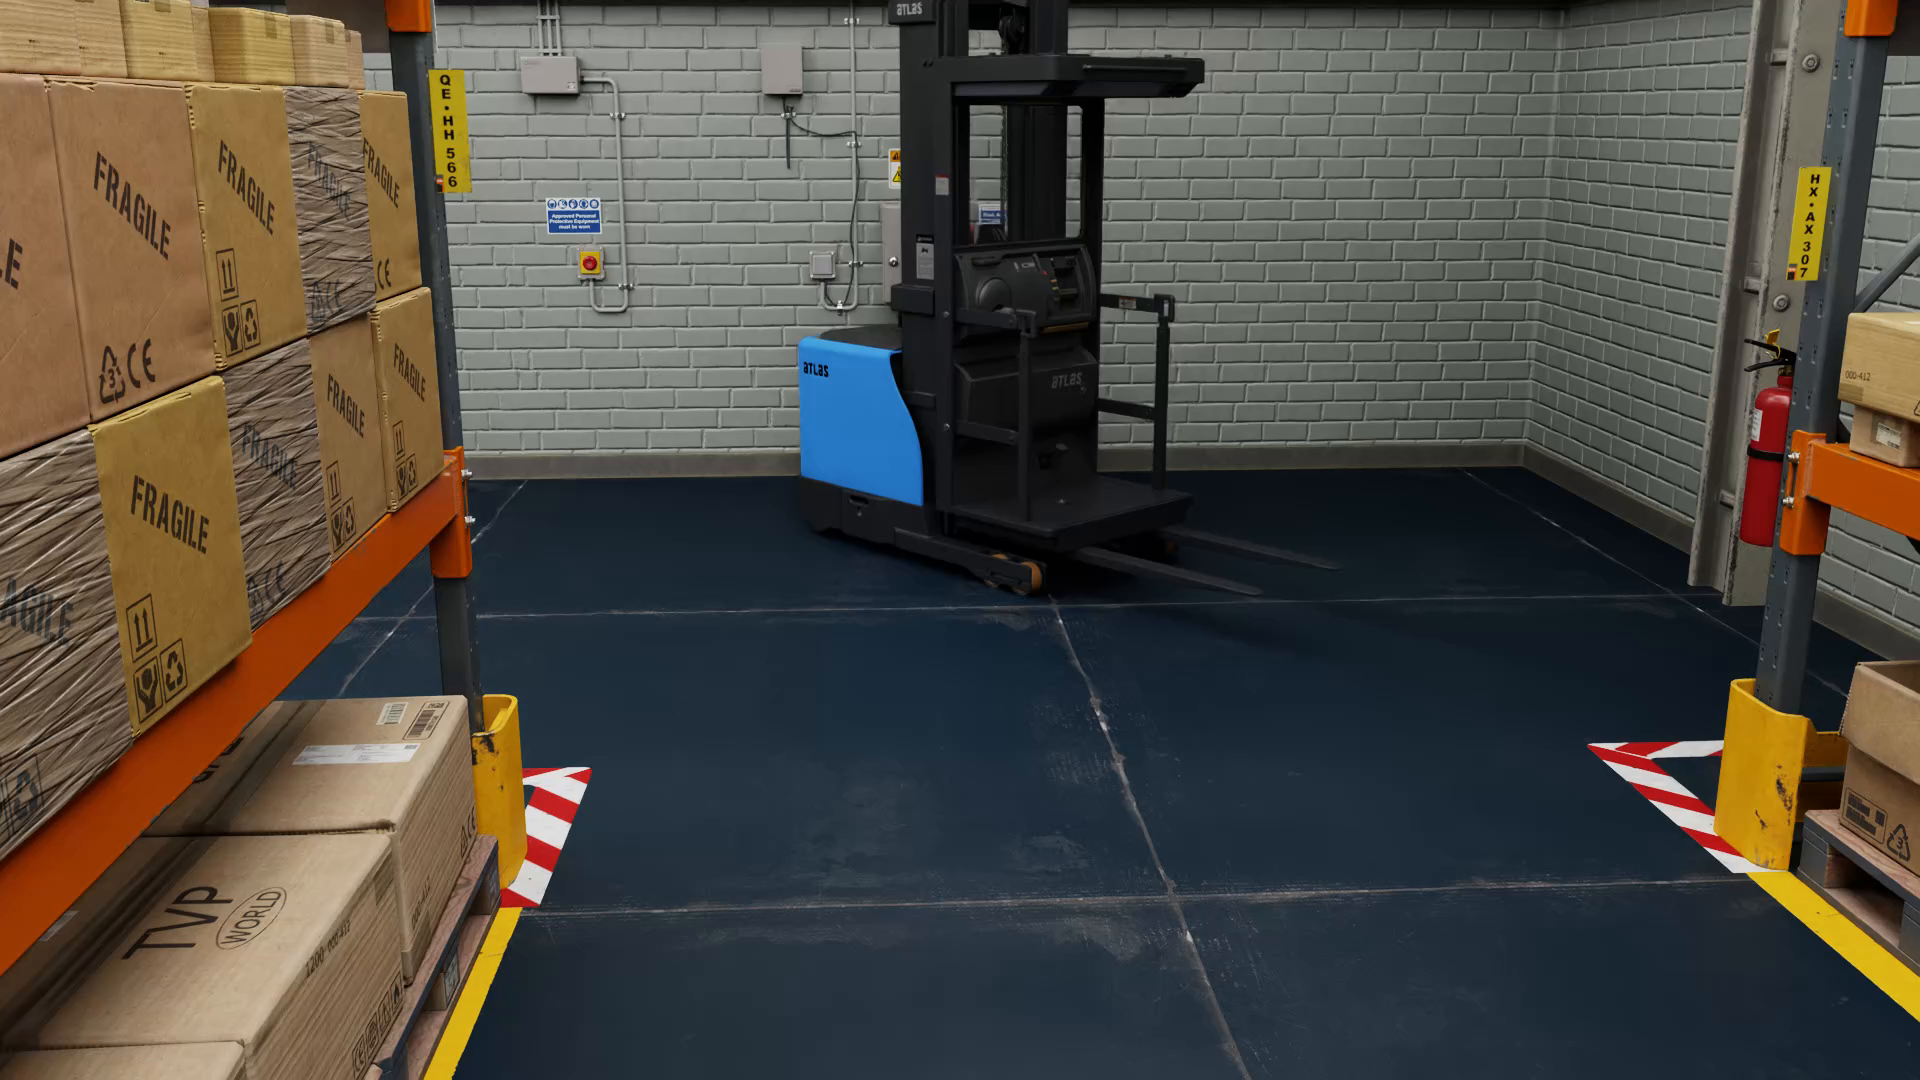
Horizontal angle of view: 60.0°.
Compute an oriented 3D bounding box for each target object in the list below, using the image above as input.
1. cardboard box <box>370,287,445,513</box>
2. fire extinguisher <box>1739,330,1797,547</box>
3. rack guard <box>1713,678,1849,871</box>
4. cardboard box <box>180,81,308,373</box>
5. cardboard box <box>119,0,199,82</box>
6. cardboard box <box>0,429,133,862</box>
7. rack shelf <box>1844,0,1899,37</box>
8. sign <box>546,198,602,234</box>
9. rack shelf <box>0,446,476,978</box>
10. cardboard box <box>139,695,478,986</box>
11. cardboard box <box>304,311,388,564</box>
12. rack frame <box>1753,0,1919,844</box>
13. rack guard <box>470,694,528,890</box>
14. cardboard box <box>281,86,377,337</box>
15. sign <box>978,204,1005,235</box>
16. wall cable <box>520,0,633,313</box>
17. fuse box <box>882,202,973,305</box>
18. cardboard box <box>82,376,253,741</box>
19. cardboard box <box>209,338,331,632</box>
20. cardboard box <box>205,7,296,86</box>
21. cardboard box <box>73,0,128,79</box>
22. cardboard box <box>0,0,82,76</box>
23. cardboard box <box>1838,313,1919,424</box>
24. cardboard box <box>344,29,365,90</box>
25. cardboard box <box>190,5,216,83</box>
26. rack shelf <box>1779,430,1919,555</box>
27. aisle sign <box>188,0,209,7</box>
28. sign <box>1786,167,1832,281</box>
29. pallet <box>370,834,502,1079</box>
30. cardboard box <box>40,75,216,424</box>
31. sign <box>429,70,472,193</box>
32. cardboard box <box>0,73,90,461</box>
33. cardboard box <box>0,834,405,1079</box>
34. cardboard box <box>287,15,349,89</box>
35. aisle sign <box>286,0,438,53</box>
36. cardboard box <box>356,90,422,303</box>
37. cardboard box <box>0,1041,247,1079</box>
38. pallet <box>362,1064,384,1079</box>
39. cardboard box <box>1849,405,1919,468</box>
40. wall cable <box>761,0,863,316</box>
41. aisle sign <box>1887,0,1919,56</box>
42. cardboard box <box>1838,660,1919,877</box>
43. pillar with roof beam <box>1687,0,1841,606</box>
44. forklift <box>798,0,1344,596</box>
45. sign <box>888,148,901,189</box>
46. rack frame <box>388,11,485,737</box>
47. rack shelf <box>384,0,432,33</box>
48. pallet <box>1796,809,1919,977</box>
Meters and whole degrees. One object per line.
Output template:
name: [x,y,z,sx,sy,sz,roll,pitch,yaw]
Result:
cardboard box: [-1.640,-0.365,4.224,0.500,0.500,0.500,-1,14,-3]
fire extinguisher: [2.549,-0.321,5.159,0.296,0.674,0.183,-1,14,-3]
rack guard: [3.024,0.719,5.227,1.175,0.500,0.348,-1,14,-3]
cardboard box: [-1.578,-0.596,3.117,0.500,0.500,0.500,-1,14,-4]
cardboard box: [-1.579,-0.877,2.904,0.380,0.149,0.250,-1,14,-2]
cardboard box: [-1.506,0.144,2.245,0.500,0.500,0.500,-1,14,-3]
rack shelf: [3.143,-1.117,2.771,1.077,0.370,4.000,-1,14,-3]
sign: [-2.359,-1.980,10.159,0.327,0.218,0.001,-1,14,-3]
rack shelf: [-1.811,0.413,2.844,1.077,0.370,4.000,-1,14,-3]
cardboard box: [-1.794,0.768,4.322,0.875,0.438,0.875,-1,14,-5]
cardboard box: [-1.624,-0.240,3.738,0.500,0.500,0.500,-1,14,-5]
rack frame: [3.019,-0.510,4.989,1.000,3.000,0.127,-1,14,-3]
rack guard: [-1.936,0.772,5.022,1.175,0.500,0.348,-1,14,-3]
cardboard box: [-1.605,-0.719,3.595,0.500,0.500,0.500,-1,14,-3]
sign: [0.279,-1.844,10.363,0.329,0.494,0.001,-1,14,-3]
wall cable: [-2.307,-2.342,10.006,0.585,1.953,0.123,-1,14,-3]
fuse box: [-0.202,-1.207,10.282,0.539,1.711,0.414,-1,14,-3]
cardboard box: [-1.538,0.016,2.743,0.500,0.500,0.500,0,14,-2]
cardboard box: [-1.583,-0.112,3.242,0.500,0.500,0.500,0,14,-2]
cardboard box: [-1.598,-1.004,3.400,0.380,0.149,0.250,-1,14,-2]
cardboard box: [-1.581,-0.811,2.650,0.380,0.149,0.250,0,14,-2]
cardboard box: [-1.523,-0.746,2.397,0.380,0.149,0.250,-1,14,-3]
cardboard box: [2.779,-0.464,4.516,0.500,0.250,0.500,-1,14,-3]
cardboard box: [-1.712,-1.193,4.135,0.380,0.149,0.250,-1,14,-3]
cardboard box: [-1.653,-0.938,3.143,0.380,0.149,0.250,-1,14,-4]
rack shelf: [3.143,0.336,3.145,1.077,0.370,4.000,-1,14,-3]
aisle sign: [-2.228,-1.705,4.416,0.394,0.787,0.004,-1,14,-3]
sign: [2.478,-0.921,4.848,0.100,0.325,0.005,-1,14,-3]
pallet: [-1.807,1.116,4.267,1.003,0.211,1.213,-1,14,-3]
cardboard box: [-1.549,-0.471,2.631,0.500,0.500,0.500,-1,14,-4]
sign: [-1.392,-1.113,4.533,0.100,0.325,0.005,-1,14,-3]
cardboard box: [-1.520,-0.346,2.143,0.500,0.500,0.500,-1,14,-2]
cardboard box: [-1.729,0.995,3.438,0.875,0.438,0.875,0,14,-2]
cardboard box: [-1.573,-1.067,3.646,0.380,0.149,0.250,-1,14,-4]
aisle sign: [-1.630,-1.714,4.452,0.394,0.787,0.004,-1,14,-3]
cardboard box: [-1.667,-0.849,4.099,0.500,0.500,0.500,0,14,-2]
cardboard box: [-1.675,1.219,2.566,0.875,0.438,0.875,-1,14,-5]
pallet: [-1.734,1.418,3.090,1.003,0.211,1.213,-1,14,-3]
cardboard box: [2.766,-0.302,4.686,0.380,0.149,0.250,-1,14,-4]
wall cable: [-0.892,-2.351,10.106,0.588,1.984,0.122,-1,14,-3]
aisle sign: [2.722,-1.781,4.713,0.394,0.787,0.004,-1,14,-3]
cardboard box: [2.963,0.649,4.651,0.797,0.503,0.637,-1,15,-6]
pillar with roof beam: [-0.545,-4.033,6.643,9.100,9.000,0.400,-1,14,-3]
forklift: [0.485,-1.296,8.180,1.130,2.935,3.031,-13,20,-42]
sign: [-0.270,-2.281,10.215,0.339,0.242,0.001,-1,14,-3]
rack frame: [-1.935,-0.432,4.687,1.000,3.000,0.127,-1,14,-3]
rack shelf: [-1.811,-1.039,2.470,1.077,0.370,4.000,-1,14,-3]
pallet: [3.074,1.058,4.492,1.003,0.211,1.213,-1,14,-3]
